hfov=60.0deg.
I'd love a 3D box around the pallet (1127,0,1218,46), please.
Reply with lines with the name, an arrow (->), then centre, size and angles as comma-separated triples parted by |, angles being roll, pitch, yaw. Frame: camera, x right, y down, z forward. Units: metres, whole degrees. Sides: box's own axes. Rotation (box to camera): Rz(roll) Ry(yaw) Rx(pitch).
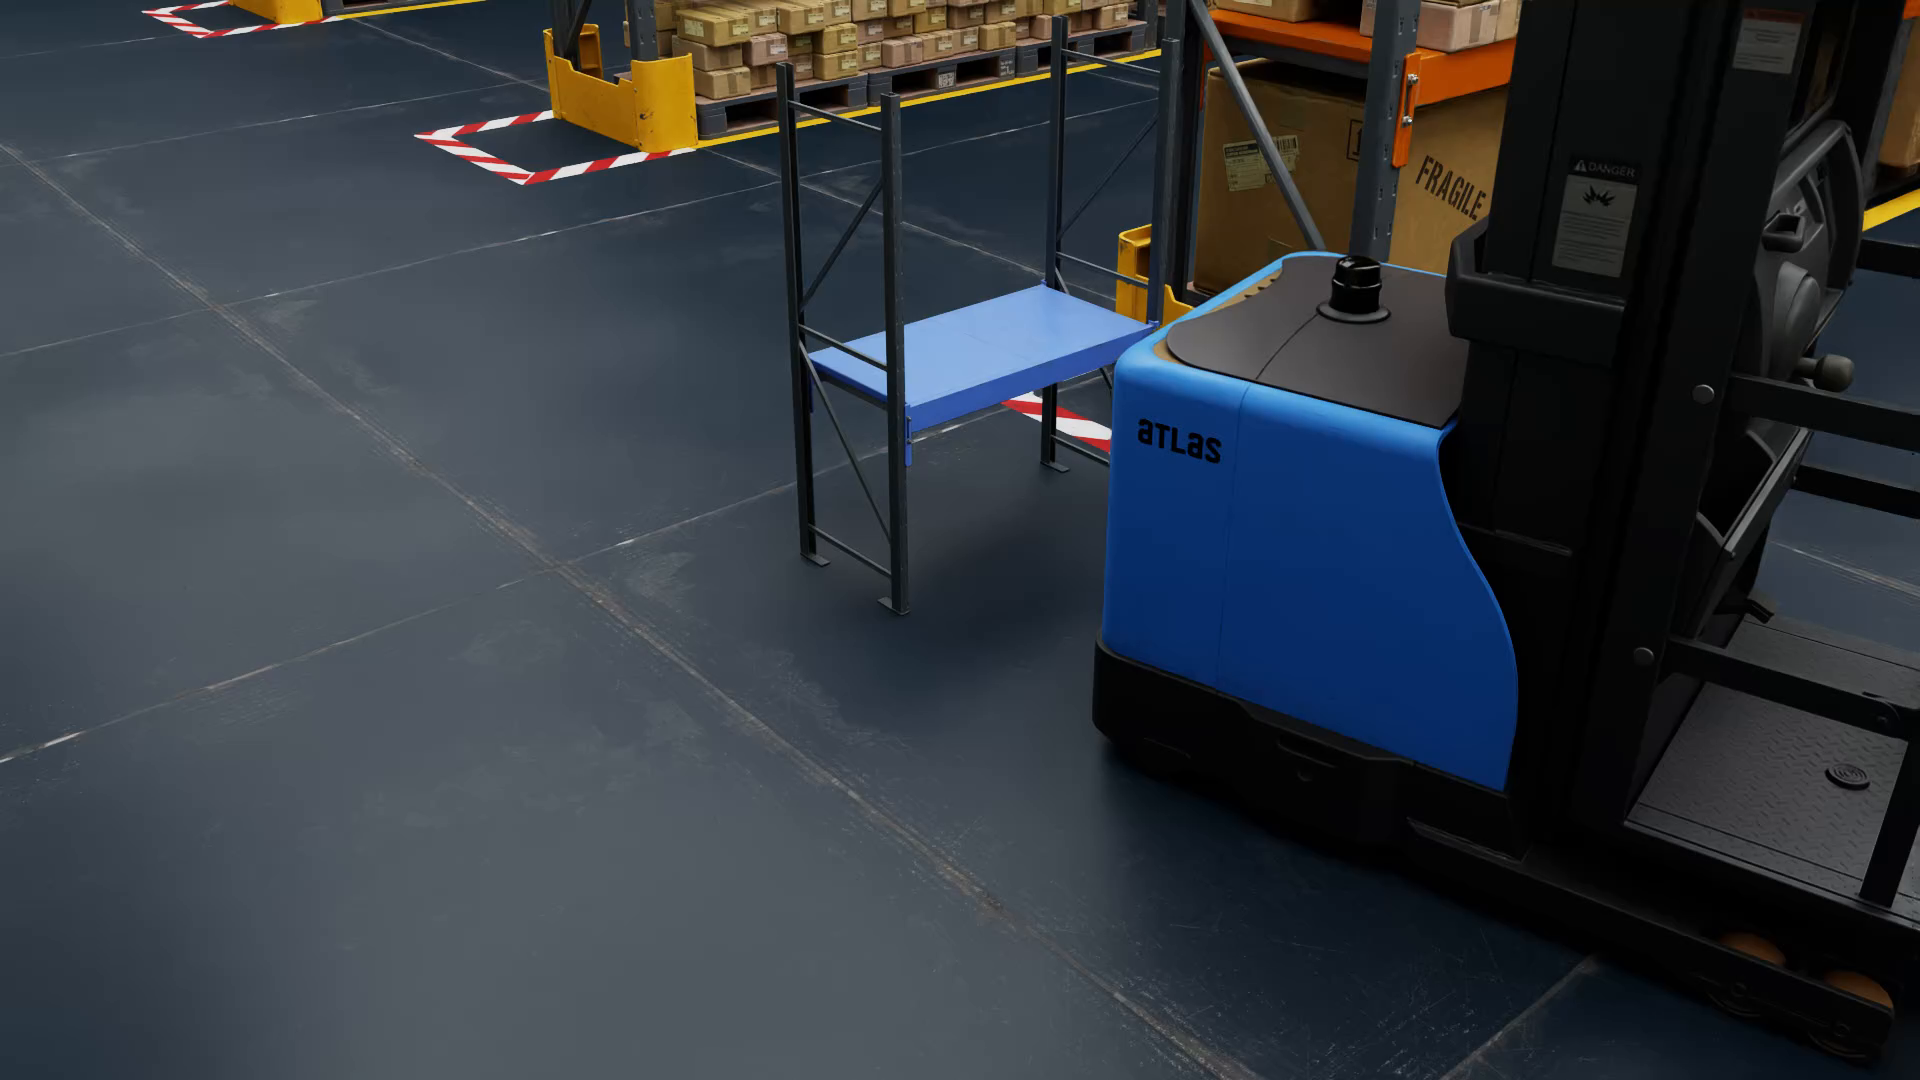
pallet -> 1.603, -3.942, 12.402 | 1.213, 0.211, 1.003 | -22, 35, -35

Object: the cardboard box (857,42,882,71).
cardboard box -> -0.697, -3.022, 10.301 | 0.250, 0.149, 0.380 | -22, 35, -35

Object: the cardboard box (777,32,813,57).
cardboard box -> -1.093, -3.007, 9.958 | 0.250, 0.149, 0.380 | -21, 35, -34

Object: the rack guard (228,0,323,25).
rack guard -> -5.340, -4.344, 12.848 | 0.348, 0.500, 1.175 | -22, 35, -35

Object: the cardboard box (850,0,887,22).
cardboard box -> -0.654, -3.284, 10.160 | 0.250, 0.149, 0.380 | -20, 34, -33

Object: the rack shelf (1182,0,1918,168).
rack shelf -> 2.632, -2.195, 6.937 | 4.000, 0.370, 1.077 | -22, 35, -35

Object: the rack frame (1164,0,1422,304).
rack frame -> 1.111, -1.900, 5.623 | 0.127, 3.000, 1.000 | -22, 35, -35

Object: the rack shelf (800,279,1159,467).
rack shelf -> 0.065, -0.529, 5.030 | 1.000, 0.185, 0.538 | -22, 35, -35

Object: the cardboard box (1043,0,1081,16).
cardboard box -> 0.588, -3.606, 11.079 | 0.250, 0.149, 0.380 | -23, 36, -37

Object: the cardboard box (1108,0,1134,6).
cardboard box -> 0.978, -3.782, 11.408 | 0.250, 0.149, 0.380 | -21, 35, -34

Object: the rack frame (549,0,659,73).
rack frame -> -2.032, -3.709, 9.009 | 0.127, 3.000, 1.000 | -22, 35, -35

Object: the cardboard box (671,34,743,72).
cardboard box -> -1.467, -2.837, 9.639 | 0.250, 0.149, 0.380 | -20, 34, -33

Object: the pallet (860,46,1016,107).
pallet -> -0.405, -3.110, 10.845 | 1.213, 0.211, 1.003 | -22, 35, -35

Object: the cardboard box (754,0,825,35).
cardboard box -> -1.006, -3.097, 9.810 | 0.250, 0.149, 0.380 | -22, 35, -35

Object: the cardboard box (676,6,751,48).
cardboard box -> -1.413, -2.938, 9.513 | 0.250, 0.149, 0.380 | -24, 36, -37

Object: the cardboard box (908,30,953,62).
cardboard box -> -0.257, -3.161, 10.561 | 0.250, 0.149, 0.380 | -22, 35, -35

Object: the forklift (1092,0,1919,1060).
forklift -> 1.832, -0.547, 3.165 | 3.031, 2.935, 1.130 | 19, 33, 31

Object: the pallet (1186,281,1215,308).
pallet -> 1.668, -0.943, 6.790 | 1.213, 0.211, 1.003 | -22, 35, -35

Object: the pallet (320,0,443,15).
pallet -> -4.764, -4.496, 13.440 | 1.213, 0.211, 1.003 | -22, 35, -35

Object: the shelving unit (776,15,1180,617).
shelving unit -> 0.065, -0.688, 4.945 | 1.048, 1.500, 0.538 | -22, 35, -35

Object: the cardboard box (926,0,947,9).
cardboard box -> -0.295, -3.459, 10.488 | 0.250, 0.149, 0.380 | -22, 35, -35

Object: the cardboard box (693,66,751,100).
cardboard box -> -1.425, -2.683, 9.667 | 0.250, 0.149, 0.380 | -21, 35, -34

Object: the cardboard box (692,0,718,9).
cardboard box -> -1.565, -3.209, 10.020 | 0.250, 0.149, 0.380 | -21, 35, -34

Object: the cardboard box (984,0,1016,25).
cardboard box -> 0.152, -3.480, 10.843 | 0.250, 0.149, 0.380 | -21, 35, -34

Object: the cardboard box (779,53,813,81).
cardboard box -> -1.095, -2.871, 10.018 | 0.250, 0.149, 0.380 | -21, 35, -34

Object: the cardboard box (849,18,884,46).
cardboard box -> -0.687, -3.162, 10.247 | 0.250, 0.149, 0.380 | -24, 36, -37

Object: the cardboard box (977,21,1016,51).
cardboard box -> 0.147, -3.302, 10.826 | 0.250, 0.149, 0.380 | -22, 35, -35

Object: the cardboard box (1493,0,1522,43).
cardboard box -> 1.789, -1.859, 5.812 | 0.250, 0.149, 0.380 | -22, 35, -36

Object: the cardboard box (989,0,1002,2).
cardboard box -> 0.162, -3.583, 10.720 | 0.250, 0.149, 0.380 | -24, 36, -37

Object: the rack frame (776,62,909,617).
rack frame -> -0.322, -0.532, 4.654 | 0.032, 1.500, 0.500 | -22, 35, -35

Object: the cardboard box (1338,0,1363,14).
cardboard box -> 1.364, -2.096, 6.257 | 0.250, 0.149, 0.380 | -21, 35, -34

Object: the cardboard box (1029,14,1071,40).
cardboard box -> 0.523, -3.465, 11.131 | 0.250, 0.149, 0.380 | -23, 36, -36

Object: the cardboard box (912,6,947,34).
cardboard box -> -0.296, -3.339, 10.578 | 0.250, 0.149, 0.380 | -20, 34, -33

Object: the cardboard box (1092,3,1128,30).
cardboard box -> 0.934, -3.619, 11.418 | 0.250, 0.149, 0.380 | -21, 35, -34

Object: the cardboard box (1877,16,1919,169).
cardboard box -> 4.628, -2.575, 8.694 | 0.875, 0.875, 1.225 | -22, 35, -35

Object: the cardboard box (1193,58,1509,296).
cardboard box -> 1.546, -1.373, 6.445 | 0.875, 0.875, 0.875 | -22, 35, -35
